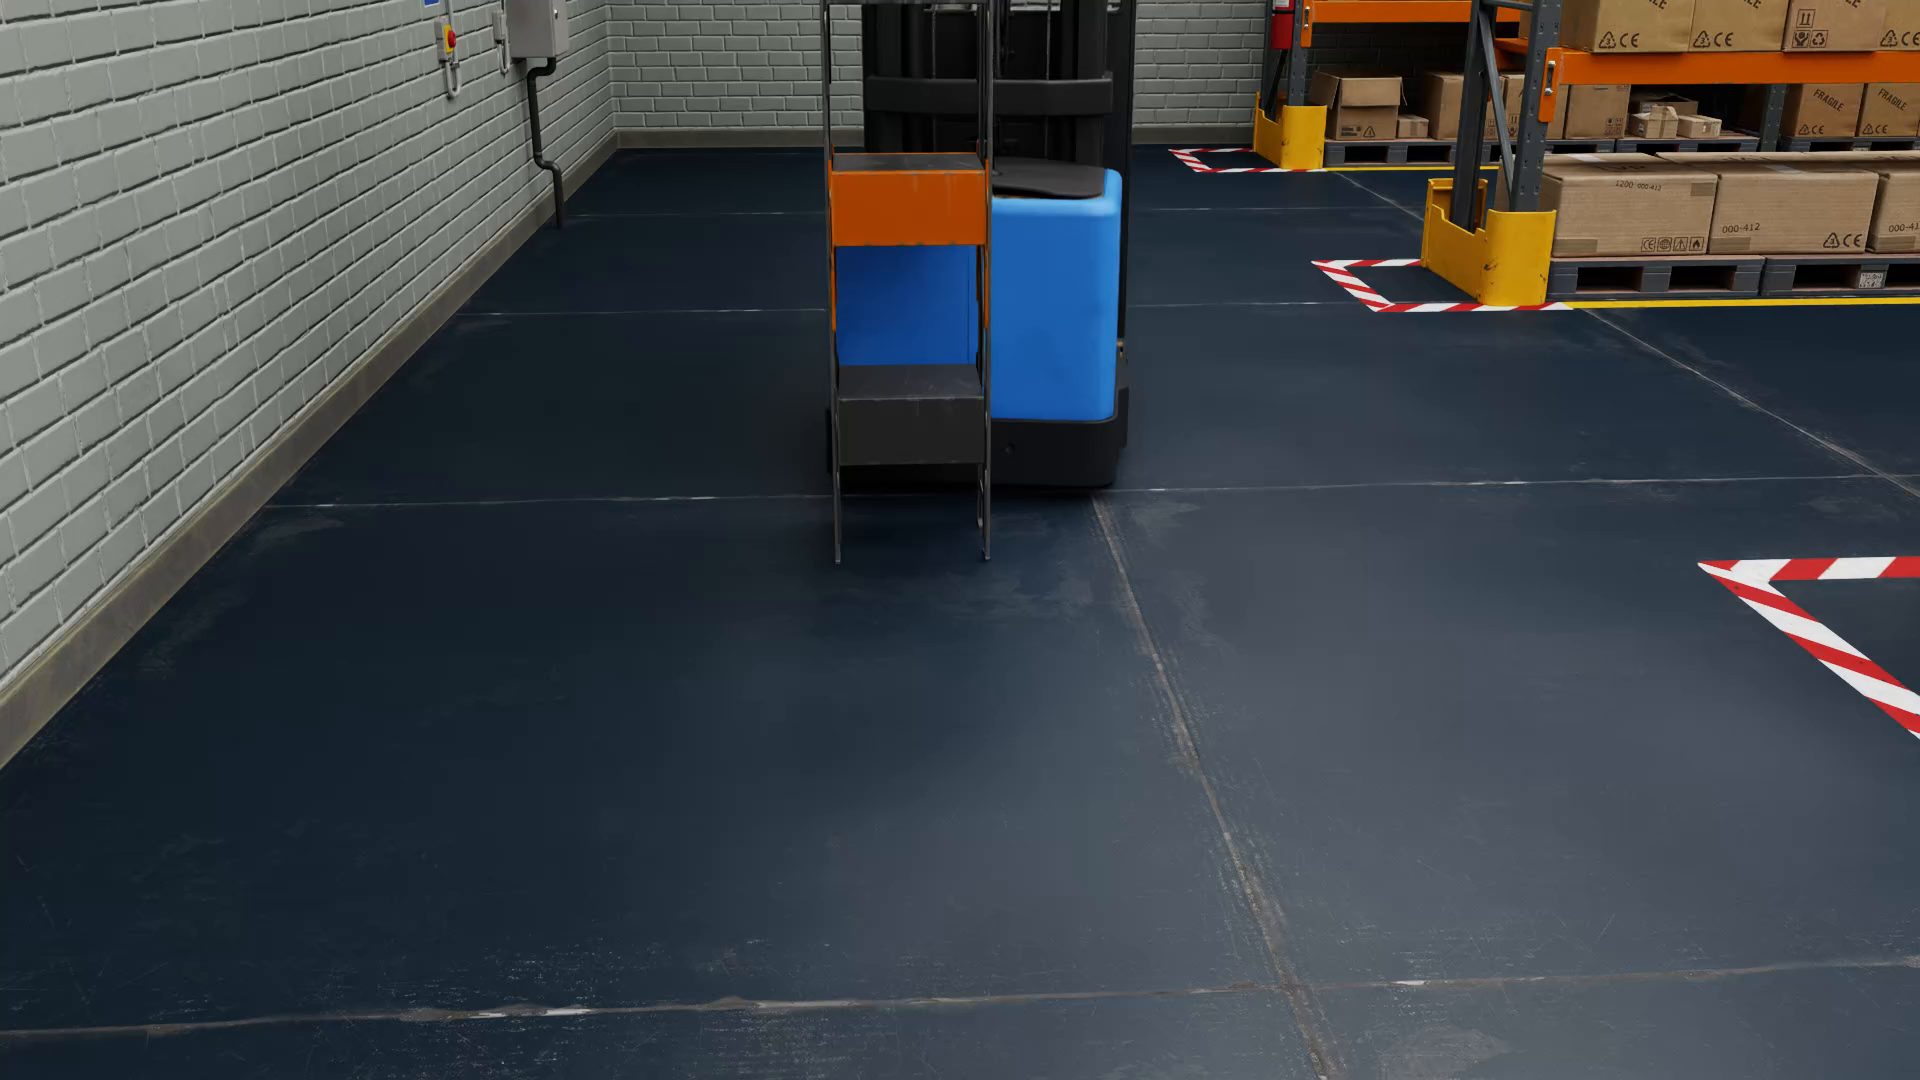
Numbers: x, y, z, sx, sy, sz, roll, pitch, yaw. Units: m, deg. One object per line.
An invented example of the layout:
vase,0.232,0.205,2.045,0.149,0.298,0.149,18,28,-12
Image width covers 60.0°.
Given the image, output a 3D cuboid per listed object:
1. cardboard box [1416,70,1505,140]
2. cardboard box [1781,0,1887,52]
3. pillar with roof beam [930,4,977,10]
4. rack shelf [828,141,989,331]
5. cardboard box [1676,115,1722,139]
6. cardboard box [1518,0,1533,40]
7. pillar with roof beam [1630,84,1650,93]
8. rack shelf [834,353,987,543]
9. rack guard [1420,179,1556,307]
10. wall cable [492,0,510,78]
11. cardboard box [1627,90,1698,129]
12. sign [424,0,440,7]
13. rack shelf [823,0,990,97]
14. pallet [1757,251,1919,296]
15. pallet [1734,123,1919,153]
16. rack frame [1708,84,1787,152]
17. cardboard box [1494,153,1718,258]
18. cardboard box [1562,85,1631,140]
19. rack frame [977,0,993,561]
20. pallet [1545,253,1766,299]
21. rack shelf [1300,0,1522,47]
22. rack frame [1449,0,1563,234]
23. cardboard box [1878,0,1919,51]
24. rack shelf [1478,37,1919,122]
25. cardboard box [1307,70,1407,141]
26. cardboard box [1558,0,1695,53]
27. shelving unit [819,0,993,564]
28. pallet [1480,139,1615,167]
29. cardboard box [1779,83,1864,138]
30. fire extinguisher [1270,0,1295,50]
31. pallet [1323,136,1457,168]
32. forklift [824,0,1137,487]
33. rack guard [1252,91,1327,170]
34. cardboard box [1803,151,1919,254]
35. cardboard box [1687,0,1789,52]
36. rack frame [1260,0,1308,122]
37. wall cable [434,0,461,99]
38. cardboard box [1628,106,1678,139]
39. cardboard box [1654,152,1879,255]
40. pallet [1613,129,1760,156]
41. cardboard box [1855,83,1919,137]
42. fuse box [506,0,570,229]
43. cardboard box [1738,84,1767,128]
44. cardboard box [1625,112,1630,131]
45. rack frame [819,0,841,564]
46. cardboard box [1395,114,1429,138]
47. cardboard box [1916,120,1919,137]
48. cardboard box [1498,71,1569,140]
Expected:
cardboard box,4.160,-3.636,13.877,0.500,0.500,0.700,0,21,-1
cardboard box,4.483,-2.841,8.726,0.500,0.500,0.500,-1,21,-3
pillar with roof beam,0.191,-6.165,9.167,0.400,9.000,9.100,-1,21,-3
rack shelf,-0.165,-0.965,5.243,0.480,0.518,0.431,-1,21,-3
cardboard box,6.142,-3.455,13.896,0.250,0.149,0.380,-2,21,-5
cardboard box,3.442,-3.013,9.177,0.500,0.500,0.500,-1,21,-3
pillar with roof beam,6.181,-6.287,9.487,0.400,9.000,9.100,-1,21,-3
rack shelf,-0.165,-0.311,5.492,0.480,0.518,0.431,-1,21,-3
rack guard,2.951,-1.693,9.366,0.348,0.500,1.175,-1,21,-3
wall cable,-2.746,-3.718,9.742,0.122,1.984,0.588,-1,21,-3
cardboard box,6.009,-3.717,14.356,0.500,0.311,0.500,0,21,-1
sign,-2.711,-2.847,8.504,0.001,0.218,0.327,-1,21,-3
rack shelf,-0.165,-1.619,4.994,0.480,0.518,0.431,-1,21,-3
pallet,4.984,-1.627,9.597,1.213,0.211,1.003,-1,21,-3
pallet,7.492,-3.433,14.342,1.213,0.211,1.003,-1,21,-3
rack frame,6.682,-4.706,13.767,0.127,3.000,1.000,-1,21,-3
cardboard box,3.628,-1.910,9.432,0.875,0.438,0.875,-2,21,-5
cardboard box,5.196,-3.657,13.933,0.500,0.500,0.700,-2,21,-5
rack frame,0.078,-0.983,5.252,0.015,2.100,0.400,-1,21,-3
pallet,3.769,-1.603,9.534,1.213,0.211,1.003,-1,21,-3
rack shelf,4.685,-4.330,13.788,4.000,0.370,1.077,-1,21,-3
rack frame,2.975,-2.862,8.923,0.127,3.000,1.000,-1,21,-3
cardboard box,4.982,-2.857,8.768,0.500,0.500,0.500,0,21,-1
rack shelf,4.972,-2.566,9.157,4.000,0.370,1.077,-1,21,-3
cardboard box,3.304,-3.634,13.867,0.637,0.503,0.797,-2,21,-5
cardboard box,3.471,-2.817,8.662,0.500,0.500,0.500,-1,21,-3
shelving unit,-0.165,-0.978,5.239,0.503,2.100,0.431,-1,21,-3
pallet,4.775,-3.364,14.160,1.213,0.211,1.003,-1,21,-3
cardboard box,7.177,-3.664,13.953,0.500,0.500,0.500,0,21,-1
fire extinguisher,2.568,-4.248,13.195,0.183,0.674,0.296,-1,21,-3
pallet,3.560,-3.340,14.097,1.213,0.211,1.003,-1,21,-3
forklift,0.178,-2.042,6.865,1.130,2.935,3.031,2,21,5
rack guard,2.764,-3.459,14.002,0.348,0.500,1.175,-1,21,-3
cardboard box,5.442,-1.949,9.535,0.875,0.438,0.875,-2,21,-5
cardboard box,3.974,-2.837,8.715,0.500,0.500,0.500,-1,21,-4
rack frame,2.688,-4.625,13.554,0.127,3.000,1.000,-1,21,-3
wall cable,-2.653,-3.229,8.414,0.123,1.953,0.585,-1,21,-3
cardboard box,5.786,-3.502,13.856,0.258,0.266,0.396,0,21,-1
cardboard box,4.542,-1.931,9.489,0.875,0.438,0.875,-1,21,-2
pallet,5.996,-3.390,14.227,1.213,0.211,1.003,-1,21,-3
cardboard box,7.708,-3.679,13.991,0.500,0.500,0.500,-1,21,-4
fuse box,-2.627,-2.886,10.797,0.414,1.711,0.539,-1,21,-3
cardboard box,7.155,-3.850,14.439,0.500,0.500,0.500,-1,21,-3
cardboard box,5.576,-3.632,14.362,0.250,0.149,0.380,-1,21,-4
rack frame,-0.409,-0.973,5.226,0.015,2.100,0.400,-1,21,-3
cardboard box,3.731,-3.463,13.917,0.250,0.149,0.380,-2,21,-5
cardboard box,8.207,-3.687,14.013,0.500,0.500,0.500,-2,21,-5
cardboard box,4.693,-3.611,13.812,0.500,0.500,0.500,-1,21,-2
